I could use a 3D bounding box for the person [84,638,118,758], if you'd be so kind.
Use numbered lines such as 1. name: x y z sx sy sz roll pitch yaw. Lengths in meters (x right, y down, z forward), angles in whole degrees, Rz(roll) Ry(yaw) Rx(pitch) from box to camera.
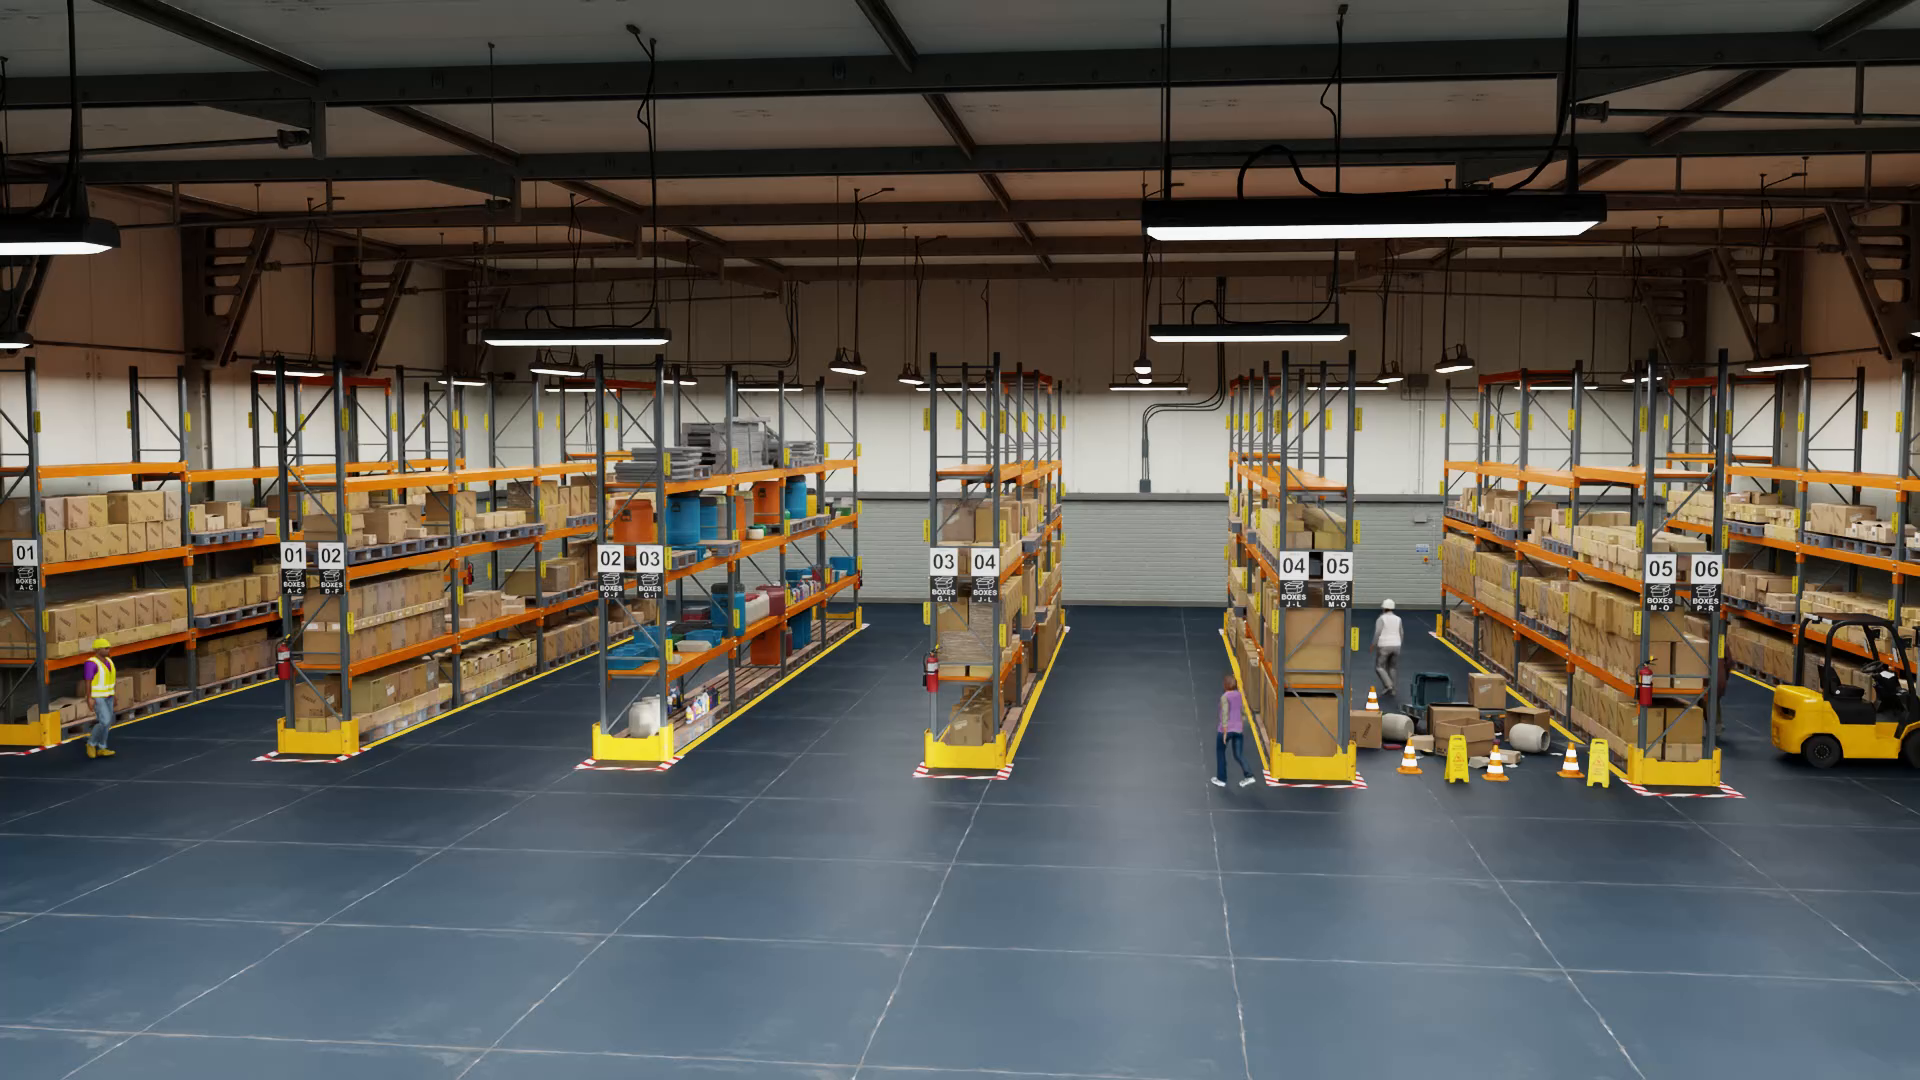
1. person: -12.805 2.350 24.817 0.448 1.767 0.608 1 4 9

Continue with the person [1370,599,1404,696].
1. person: 7.890 1.976 30.553 0.600 1.751 0.622 -1 4 -18

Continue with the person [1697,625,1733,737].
1. person: 12.074 2.255 26.573 0.659 1.760 0.657 -1 4 -16

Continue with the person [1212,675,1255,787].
1. person: 3.740 2.614 22.658 0.419 1.553 0.869 -2 4 -22
